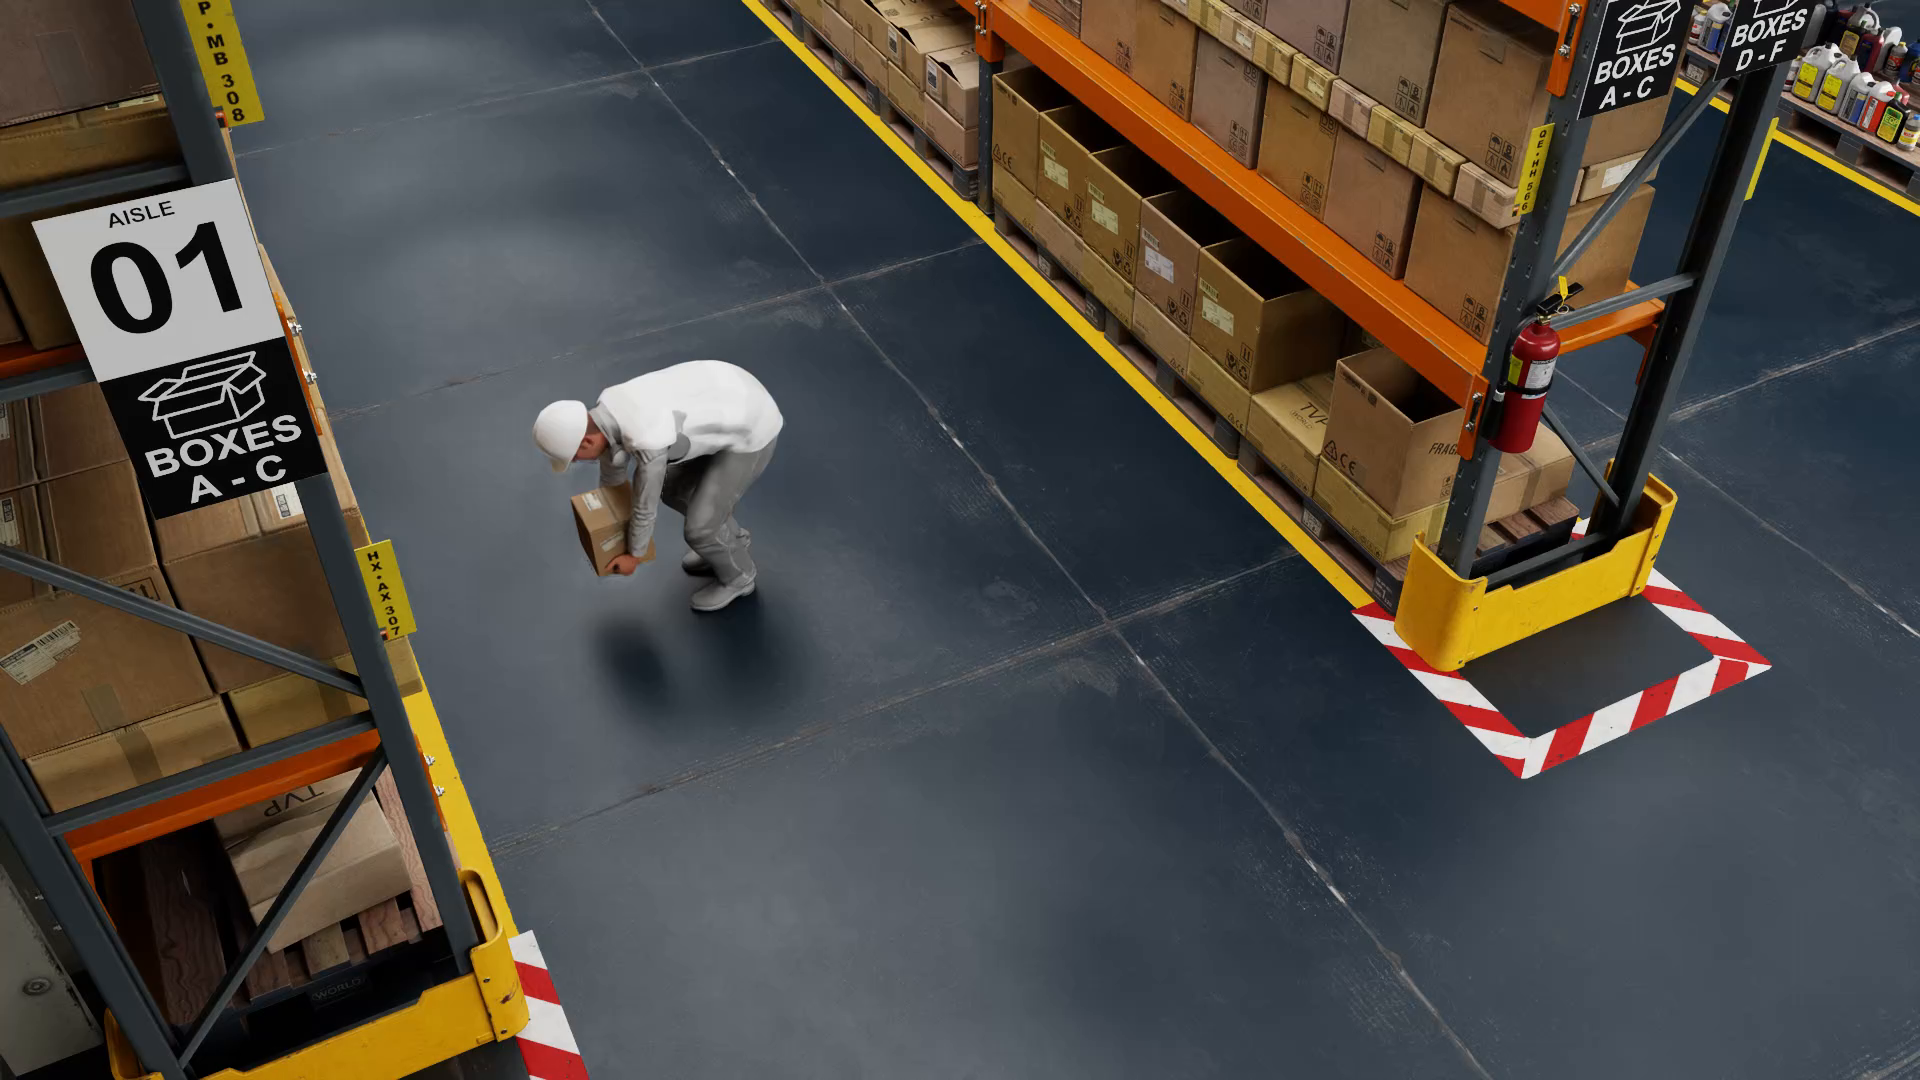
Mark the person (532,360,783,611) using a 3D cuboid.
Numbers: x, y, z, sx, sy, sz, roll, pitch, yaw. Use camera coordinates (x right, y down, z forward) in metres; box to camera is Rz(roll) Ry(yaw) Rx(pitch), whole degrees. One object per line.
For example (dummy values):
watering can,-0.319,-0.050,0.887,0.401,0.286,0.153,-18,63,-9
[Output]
person,-1.204,-0.205,6.846,0.988,1.155,0.487,-21,45,-22
